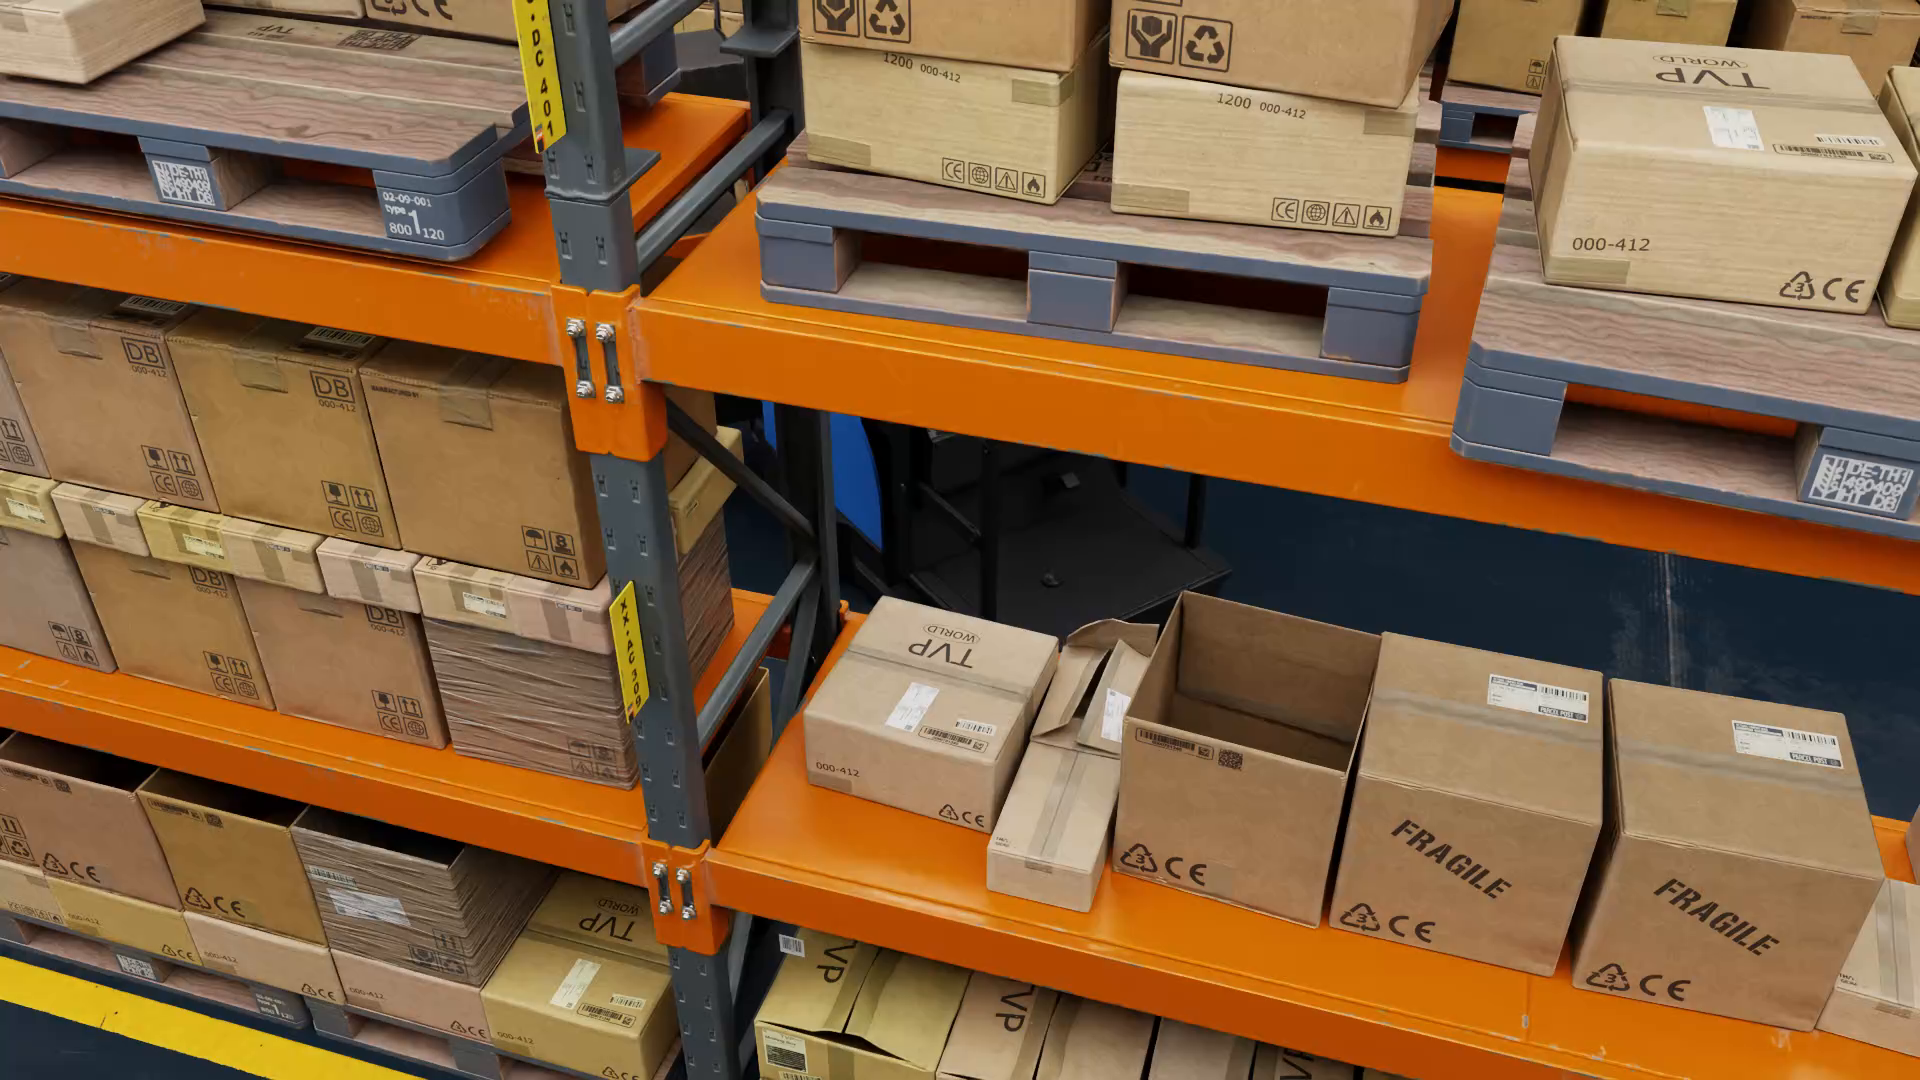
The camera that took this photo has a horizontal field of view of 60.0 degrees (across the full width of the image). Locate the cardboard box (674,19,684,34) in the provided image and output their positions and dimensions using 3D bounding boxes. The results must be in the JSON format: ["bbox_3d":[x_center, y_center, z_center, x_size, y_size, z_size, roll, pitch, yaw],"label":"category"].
[{"bbox_3d":[-1.537,-2.704,8.503,0.500,0.250,0.500,10,38,13],"label":"cardboard box"}]

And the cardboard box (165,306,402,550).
[{"bbox_3d":[-1.456,-0.415,4.104,0.500,0.500,0.700,10,38,14],"label":"cardboard box"}]

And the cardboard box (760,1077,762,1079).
[{"bbox_3d":[-0.237,1.461,4.700,0.500,0.250,0.500,10,37,13],"label":"cardboard box"}]

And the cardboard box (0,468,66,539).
[{"bbox_3d":[-2.337,-0.188,4.343,0.250,0.149,0.380,12,38,15],"label":"cardboard box"}]

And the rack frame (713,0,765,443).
[{"bbox_3d":[-0.913,-1.246,7.171,0.015,2.100,0.400,-14,39,-19],"label":"rack frame"}]

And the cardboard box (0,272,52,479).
[{"bbox_3d":[-2.411,-0.592,4.346,0.500,0.500,0.700,11,38,14],"label":"cardboard box"}]

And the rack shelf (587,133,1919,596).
[{"bbox_3d":[1.361,-0.254,3.140,4.000,0.370,1.077,10,38,14],"label":"rack shelf"}]

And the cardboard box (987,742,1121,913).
[{"bbox_3d":[0.237,0.685,4.001,0.250,0.149,0.380,10,38,14],"label":"cardboard box"}]

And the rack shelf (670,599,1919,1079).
[{"bbox_3d":[1.361,0.955,4.030,4.000,0.370,1.077,10,38,14],"label":"rack shelf"}]

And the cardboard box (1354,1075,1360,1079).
[{"bbox_3d":[1.231,1.733,4.331,0.500,0.250,0.500,11,38,15],"label":"cardboard box"}]

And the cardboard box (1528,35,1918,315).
[{"bbox_3d":[1.259,-0.633,2.821,0.500,0.250,0.500,7,37,10],"label":"cardboard box"}]

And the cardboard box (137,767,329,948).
[{"bbox_3d":[-2.008,0.808,4.954,0.500,0.500,0.500,10,38,14],"label":"cardboard box"}]

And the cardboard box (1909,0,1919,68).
[{"bbox_3d":[4.292,-2.080,7.090,0.500,0.500,0.700,6,37,8],"label":"cardboard box"}]

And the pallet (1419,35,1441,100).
[{"bbox_3d":[1.612,-2.198,7.867,1.213,0.211,1.003,10,38,14],"label":"pallet"}]

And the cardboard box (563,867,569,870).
[{"bbox_3d":[-1.376,0.905,5.456,0.500,0.250,0.500,10,38,14],"label":"cardboard box"}]

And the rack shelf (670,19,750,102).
[{"bbox_3d":[-1.134,-1.742,6.685,0.480,0.518,0.431,-14,39,-19],"label":"rack shelf"}]

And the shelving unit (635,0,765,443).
[{"bbox_3d":[-1.137,-1.189,7.092,0.503,2.100,0.431,-14,39,-19],"label":"shelving unit"}]

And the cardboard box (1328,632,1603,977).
[{"bbox_3d":[1.161,0.598,3.823,0.500,0.500,0.500,11,38,14],"label":"cardboard box"}]

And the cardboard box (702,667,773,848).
[{"bbox_3d":[-0.897,0.688,5.117,0.500,0.500,0.500,10,38,14],"label":"cardboard box"}]

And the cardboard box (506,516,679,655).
[{"bbox_3d":[-0.872,0.083,3.975,0.250,0.149,0.380,10,38,14],"label":"cardboard box"}]

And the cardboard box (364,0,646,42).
[{"bbox_3d":[-0.950,-1.401,3.535,0.500,0.500,0.500,14,38,18],"label":"cardboard box"}]

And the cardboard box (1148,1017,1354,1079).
[{"bbox_3d":[0.743,1.420,4.283,0.500,0.311,0.500,9,37,12],"label":"cardboard box"}]

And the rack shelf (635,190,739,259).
[{"bbox_3d":[-1.137,-1.178,7.100,0.480,0.518,0.431,-14,39,-19],"label":"rack shelf"}]

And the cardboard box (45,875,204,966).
[{"bbox_3d":[-2.489,1.029,5.286,0.500,0.250,0.500,10,38,14],"label":"cardboard box"}]

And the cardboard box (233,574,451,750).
[{"bbox_3d":[-1.479,0.107,4.490,0.500,0.500,0.700,10,38,13],"label":"cardboard box"}]

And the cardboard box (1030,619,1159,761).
[{"bbox_3d":[0.346,0.417,4.266,0.258,0.266,0.396,10,37,13],"label":"cardboard box"}]

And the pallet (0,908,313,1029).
[{"bbox_3d":[-2.463,1.055,5.638,1.213,0.211,1.003,10,38,14],"label":"pallet"}]

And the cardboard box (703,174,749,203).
[{"bbox_3d":[-1.030,-1.938,9.090,0.500,0.500,0.700,8,37,11],"label":"cardboard box"}]

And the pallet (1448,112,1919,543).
[{"bbox_3d":[1.527,-0.379,2.863,1.213,0.211,1.003,12,38,16],"label":"pallet"}]

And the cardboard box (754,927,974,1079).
[{"bbox_3d":[-0.228,1.238,4.530,0.500,0.311,0.500,11,38,14],"label":"cardboard box"}]

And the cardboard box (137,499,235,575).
[{"bbox_3d":[-1.842,-0.098,4.221,0.250,0.149,0.380,10,38,14],"label":"cardboard box"}]

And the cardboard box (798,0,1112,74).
[{"bbox_3d":[0.029,-1.176,2.927,0.500,0.500,0.500,11,38,14],"label":"cardboard box"}]

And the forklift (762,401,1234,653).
[{"bbox_3d":[0.364,-0.835,5.912,1.130,2.935,3.031,-22,42,-27],"label":"forklift"}]

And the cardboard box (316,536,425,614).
[{"bbox_3d":[-1.358,-0.007,4.097,0.250,0.149,0.380,9,37,13],"label":"cardboard box"}]

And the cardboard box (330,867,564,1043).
[{"bbox_3d":[-1.530,1.197,5.058,0.500,0.250,0.500,10,38,14],"label":"cardboard box"}]

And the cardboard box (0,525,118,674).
[{"bbox_3d":[-2.446,-0.074,4.736,0.500,0.500,0.700,12,38,15],"label":"cardboard box"}]

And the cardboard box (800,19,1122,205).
[{"bbox_3d":[0.037,-0.891,3.172,0.500,0.250,0.500,14,39,19],"label":"cardboard box"}]

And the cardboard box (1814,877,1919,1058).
[{"bbox_3d":[2.036,0.926,3.673,0.250,0.149,0.380,13,38,17],"label":"cardboard box"}]

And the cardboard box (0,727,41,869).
[{"bbox_3d":[-2.962,0.630,5.197,0.500,0.500,0.500,10,38,14],"label":"cardboard box"}]

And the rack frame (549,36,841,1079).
[{"bbox_3d":[-0.548,0.311,4.297,0.127,3.000,1.000,10,38,14],"label":"rack frame"}]

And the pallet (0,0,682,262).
[{"bbox_3d":[-1.370,-0.997,3.619,1.213,0.211,1.003,10,38,14],"label":"pallet"}]

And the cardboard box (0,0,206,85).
[{"bbox_3d":[-1.781,-1.080,3.395,0.250,0.149,0.380,10,38,14],"label":"cardboard box"}]

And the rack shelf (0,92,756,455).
[{"bbox_3d":[-2.457,-0.961,4.101,4.000,0.370,1.077,10,38,14],"label":"rack shelf"}]

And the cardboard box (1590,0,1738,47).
[{"bbox_3d":[3.096,-2.288,7.372,0.500,0.500,0.700,10,38,14],"label":"cardboard box"}]

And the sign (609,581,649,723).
[{"bbox_3d":[-0.712,0.245,3.589,0.005,0.325,0.100,10,38,14],"label":"sign"}]
